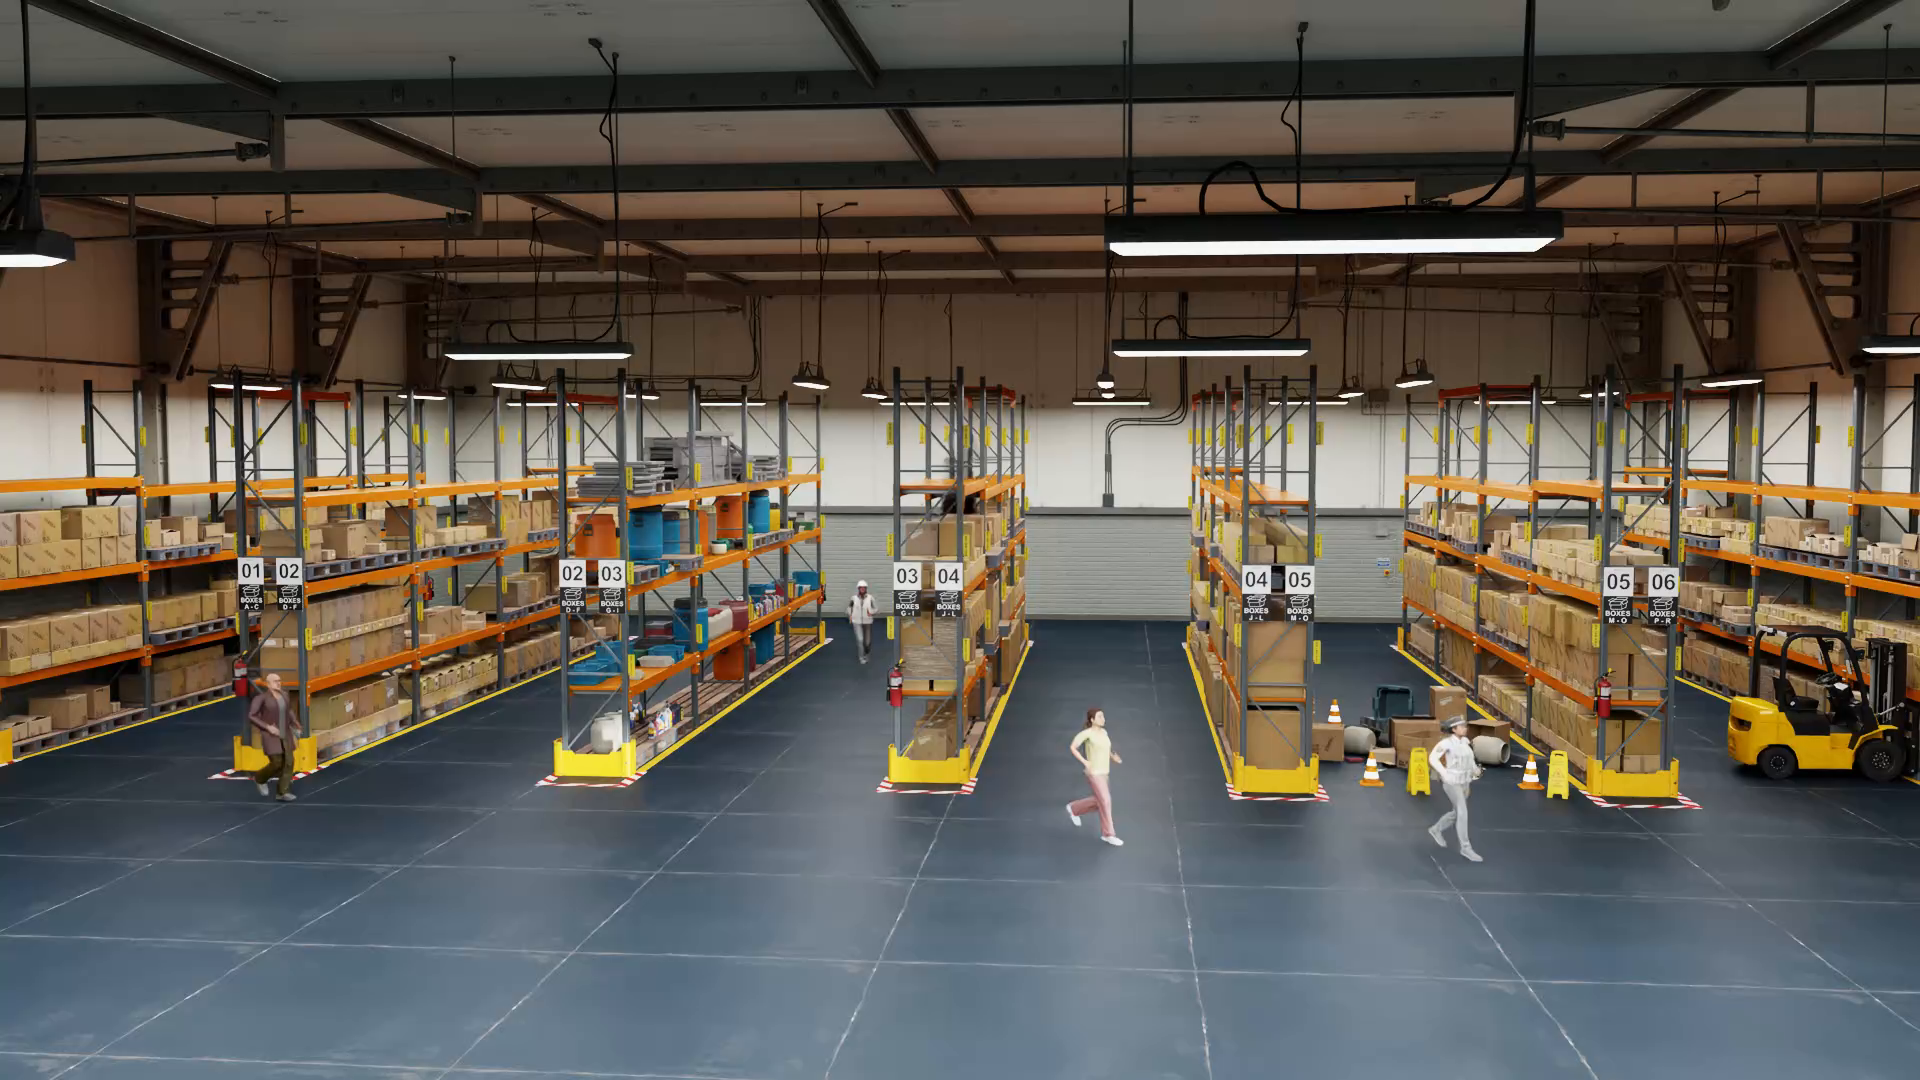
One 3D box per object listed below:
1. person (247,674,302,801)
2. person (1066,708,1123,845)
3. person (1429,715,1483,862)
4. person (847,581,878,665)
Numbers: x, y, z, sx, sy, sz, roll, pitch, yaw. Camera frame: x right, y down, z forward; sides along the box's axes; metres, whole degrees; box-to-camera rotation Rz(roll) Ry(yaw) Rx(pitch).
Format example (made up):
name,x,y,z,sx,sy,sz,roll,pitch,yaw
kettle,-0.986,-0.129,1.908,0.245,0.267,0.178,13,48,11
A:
name,x,y,z,sx,sy,sz,roll,pitch,yaw
person,-9.435,2.707,22.889,0.736,1.745,0.740,2,4,29
person,1.658,2.901,20.626,0.879,1.669,0.579,3,5,40
person,5.917,2.919,19.862,0.625,1.707,0.800,-3,5,-38
person,-2.027,1.728,34.583,0.660,1.764,0.728,0,4,-4
